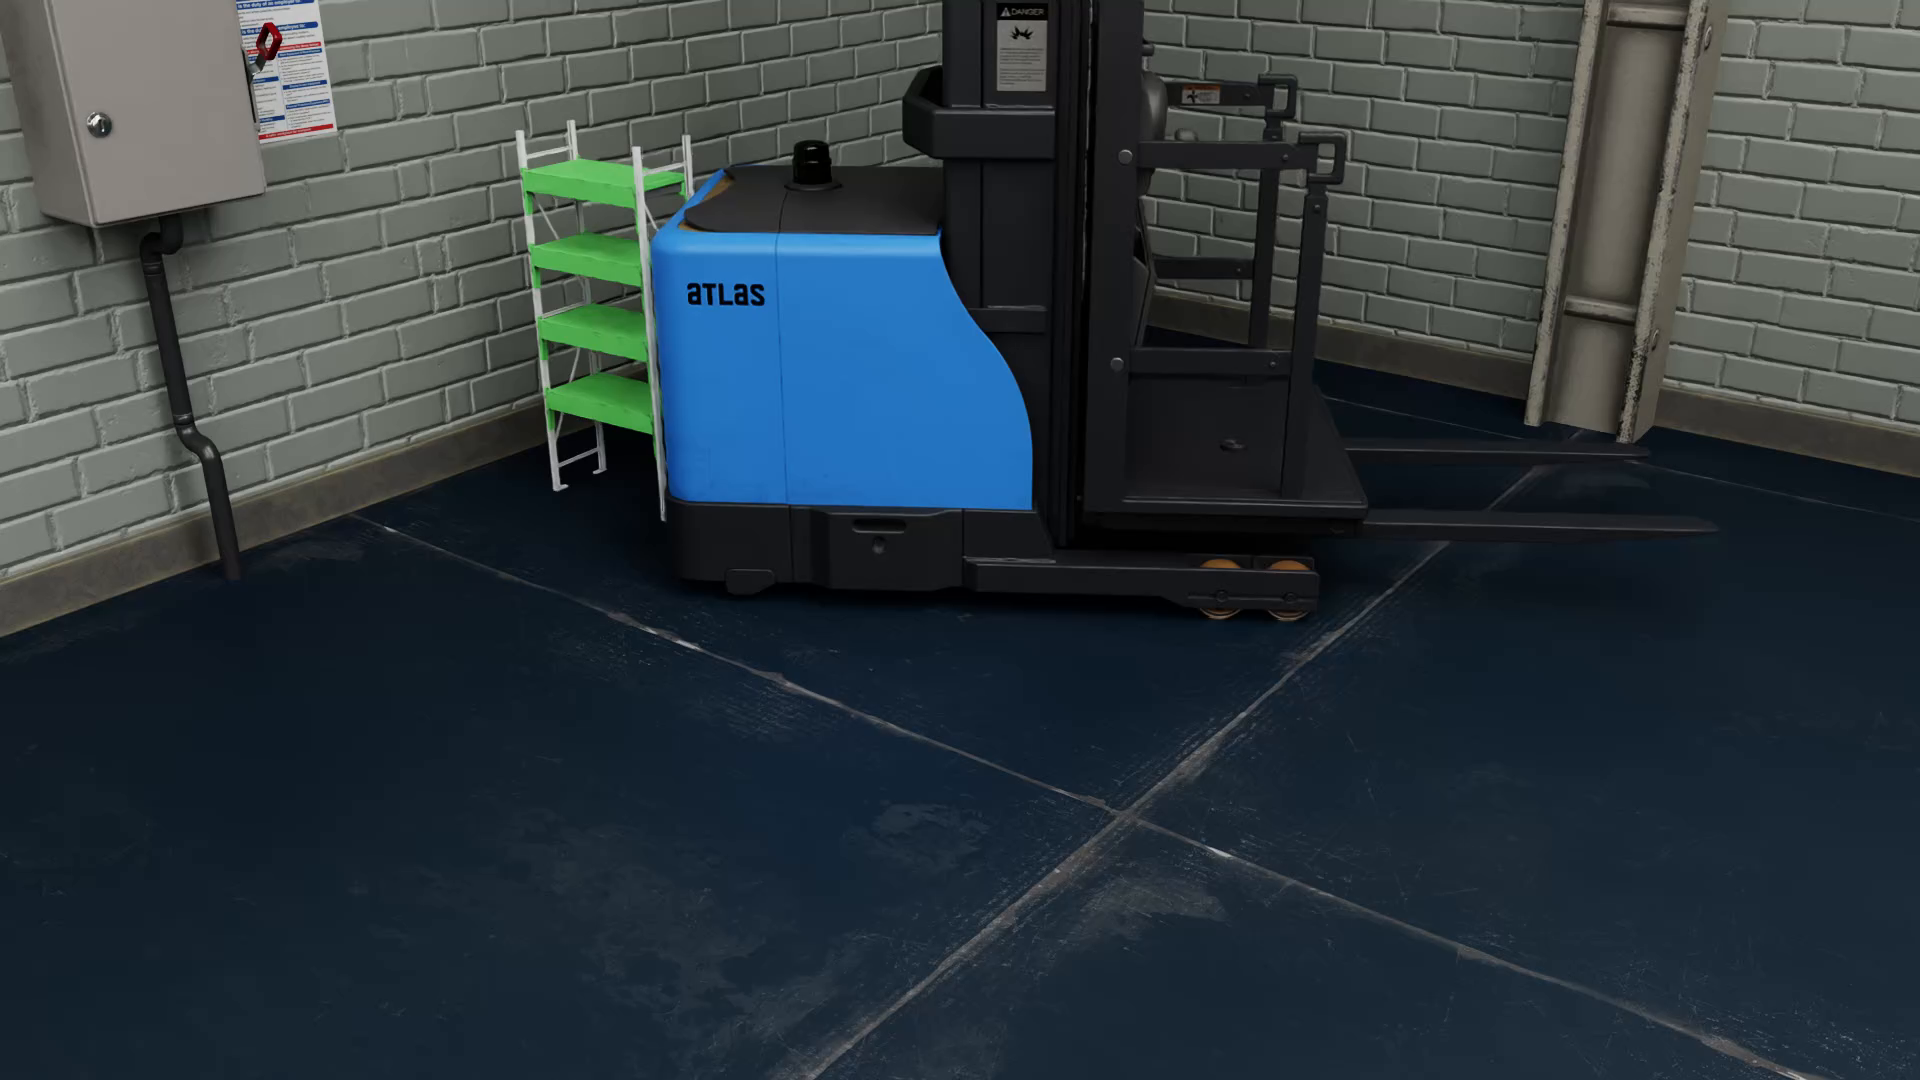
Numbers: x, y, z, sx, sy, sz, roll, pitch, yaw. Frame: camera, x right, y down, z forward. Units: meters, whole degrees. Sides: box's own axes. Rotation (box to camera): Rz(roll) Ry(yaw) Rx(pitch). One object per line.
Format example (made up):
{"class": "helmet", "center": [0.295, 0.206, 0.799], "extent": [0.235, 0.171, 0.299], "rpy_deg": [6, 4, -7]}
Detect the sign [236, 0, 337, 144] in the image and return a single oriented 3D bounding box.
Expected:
{"class": "sign", "center": [-2.013, -1.430, 4.893], "extent": [0.001, 0.494, 0.329], "rpy_deg": [17, 29, 33]}

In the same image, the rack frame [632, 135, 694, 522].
{"class": "rack frame", "center": [-0.896, -0.648, 5.233], "extent": [0.015, 1.200, 0.240], "rpy_deg": [15, 28, 30]}

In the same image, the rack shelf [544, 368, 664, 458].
{"class": "rack shelf", "center": [-1.100, -0.424, 5.477], "extent": [0.480, 0.148, 0.258], "rpy_deg": [15, 28, 30]}

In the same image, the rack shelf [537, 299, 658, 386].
{"class": "rack shelf", "center": [-1.100, -0.643, 5.380], "extent": [0.480, 0.148, 0.258], "rpy_deg": [15, 28, 30]}

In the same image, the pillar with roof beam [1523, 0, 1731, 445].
{"class": "pillar with roof beam", "center": [-0.219, -3.167, 1.278], "extent": [0.400, 9.000, 9.100], "rpy_deg": [17, 29, 33]}

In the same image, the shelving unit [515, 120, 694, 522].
{"class": "shelving unit", "center": [-1.100, -0.702, 5.354], "extent": [0.503, 1.200, 0.258], "rpy_deg": [15, 28, 30]}

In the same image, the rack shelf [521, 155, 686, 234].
{"class": "rack shelf", "center": [-1.100, -1.082, 5.187], "extent": [0.480, 0.148, 0.258], "rpy_deg": [15, 28, 30]}

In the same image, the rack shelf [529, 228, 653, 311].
{"class": "rack shelf", "center": [-1.100, -0.863, 5.283], "extent": [0.480, 0.148, 0.258], "rpy_deg": [15, 28, 30]}

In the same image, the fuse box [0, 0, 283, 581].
{"class": "fuse box", "center": [-2.144, -0.674, 4.659], "extent": [0.414, 1.711, 0.539], "rpy_deg": [17, 29, 33]}

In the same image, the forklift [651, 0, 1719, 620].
{"class": "forklift", "center": [0.684, -1.335, 4.644], "extent": [3.031, 2.935, 1.130], "rpy_deg": [1, 24, 3]}

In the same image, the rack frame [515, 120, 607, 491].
{"class": "rack frame", "center": [-1.305, -0.755, 5.476], "extent": [0.015, 1.200, 0.240], "rpy_deg": [15, 28, 30]}
